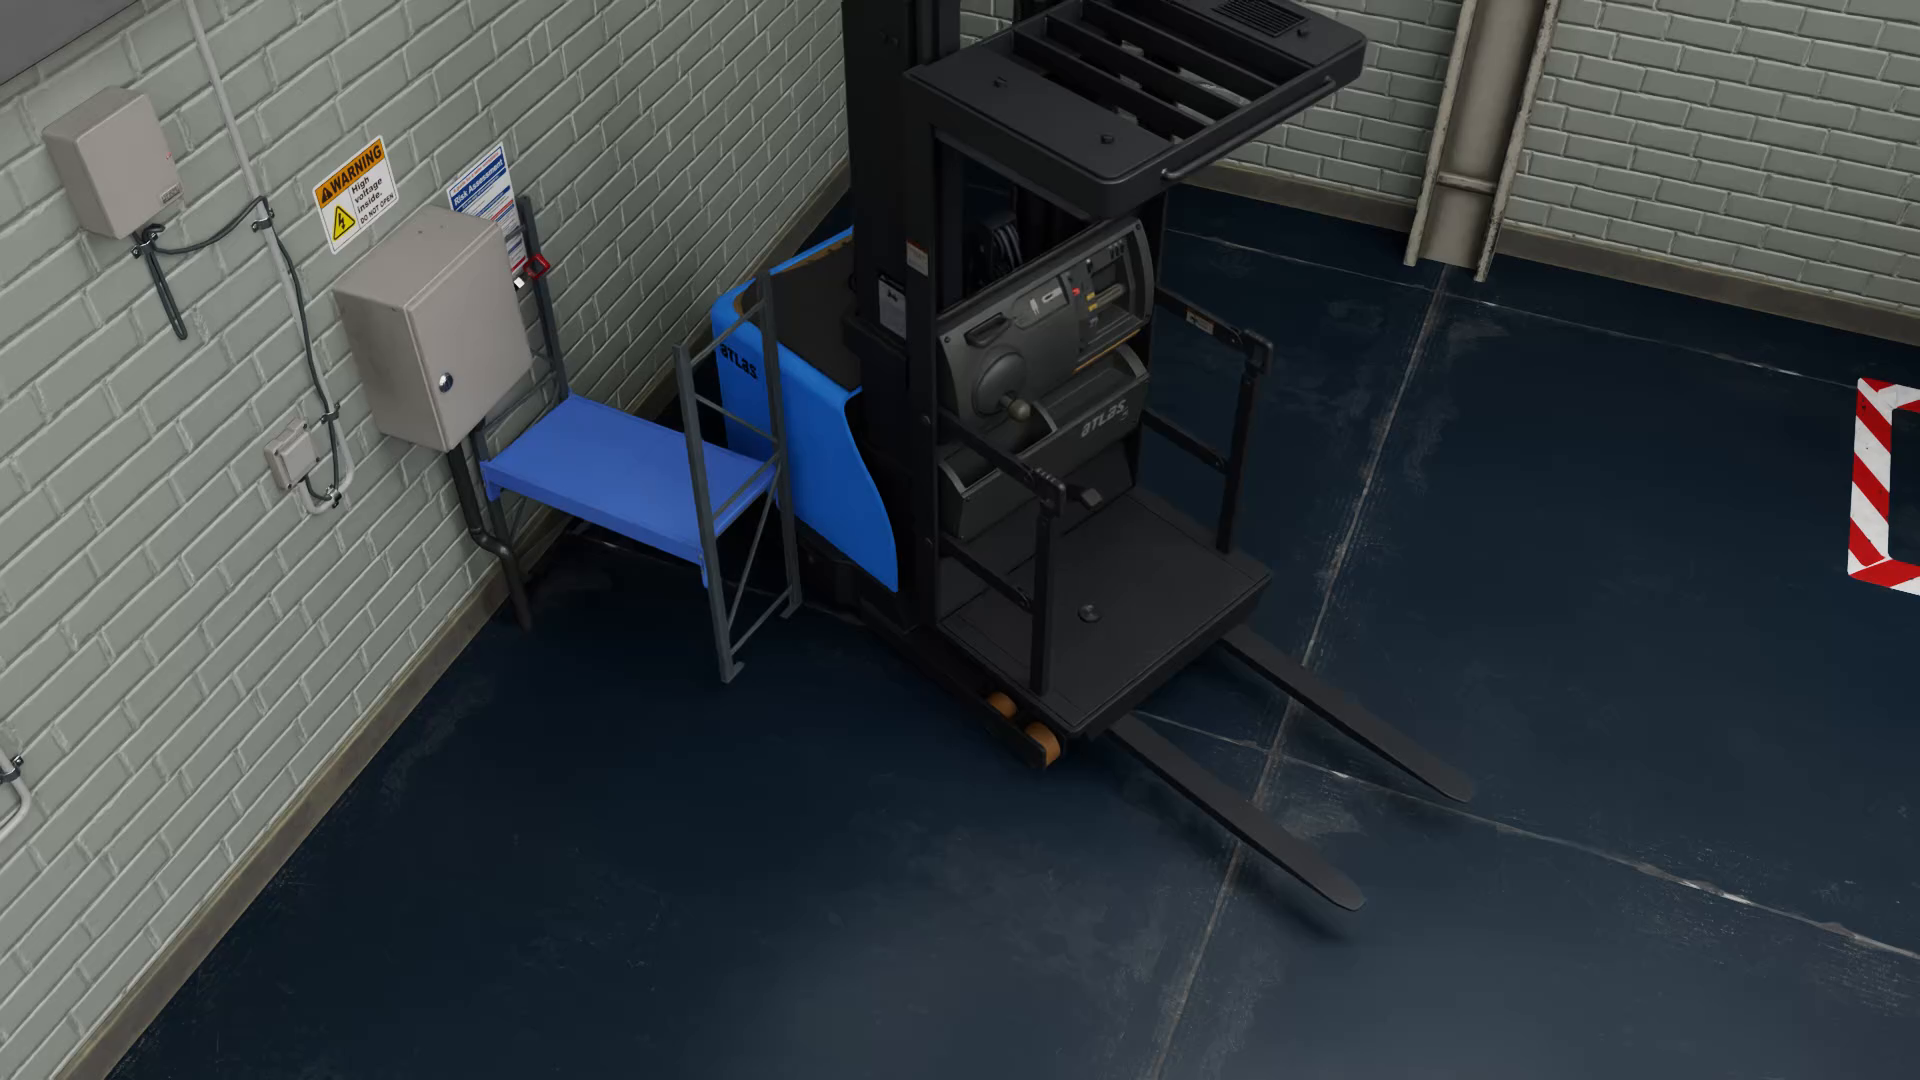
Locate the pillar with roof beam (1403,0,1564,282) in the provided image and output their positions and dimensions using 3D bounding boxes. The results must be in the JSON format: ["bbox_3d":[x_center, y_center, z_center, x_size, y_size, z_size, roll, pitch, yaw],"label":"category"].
[{"bbox_3d":[0.740,-1.779,2.158,0.400,9.000,9.100,16,47,16],"label":"pillar with roof beam"}]

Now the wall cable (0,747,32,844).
[{"bbox_3d":[-2.581,0.209,3.671,0.123,1.953,0.585,16,47,16],"label":"wall cable"}]

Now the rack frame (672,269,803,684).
[{"bbox_3d":[-0.752,-0.181,5.802,0.032,1.500,0.500,20,45,22],"label":"rack frame"}]

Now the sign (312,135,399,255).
[{"bbox_3d":[-1.850,-1.060,5.104,0.001,0.242,0.339,16,47,16],"label":"sign"}]

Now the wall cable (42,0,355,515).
[{"bbox_3d":[-2.046,-0.706,4.613,0.122,1.984,0.588,16,47,16],"label":"wall cable"}]

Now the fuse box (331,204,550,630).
[{"bbox_3d":[-1.638,-0.291,5.829,0.414,1.711,0.539,16,47,16],"label":"fuse box"}]

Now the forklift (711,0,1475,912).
[{"bbox_3d":[0.444,-0.641,5.316,1.130,2.935,3.031,-34,54,-29],"label":"forklift"}]

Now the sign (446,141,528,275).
[{"bbox_3d":[-1.639,-1.091,5.788,0.001,0.494,0.329,16,47,16],"label":"sign"}]

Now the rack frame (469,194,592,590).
[{"bbox_3d":[-1.640,-0.504,6.179,0.032,1.500,0.500,20,45,22],"label":"rack frame"}]

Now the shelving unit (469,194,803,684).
[{"bbox_3d":[-1.196,-0.343,5.990,1.048,1.500,0.538,20,45,22],"label":"shelving unit"}]

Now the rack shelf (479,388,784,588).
[{"bbox_3d":[-1.195,-0.208,6.110,1.000,0.185,0.538,20,45,22],"label":"rack shelf"}]
